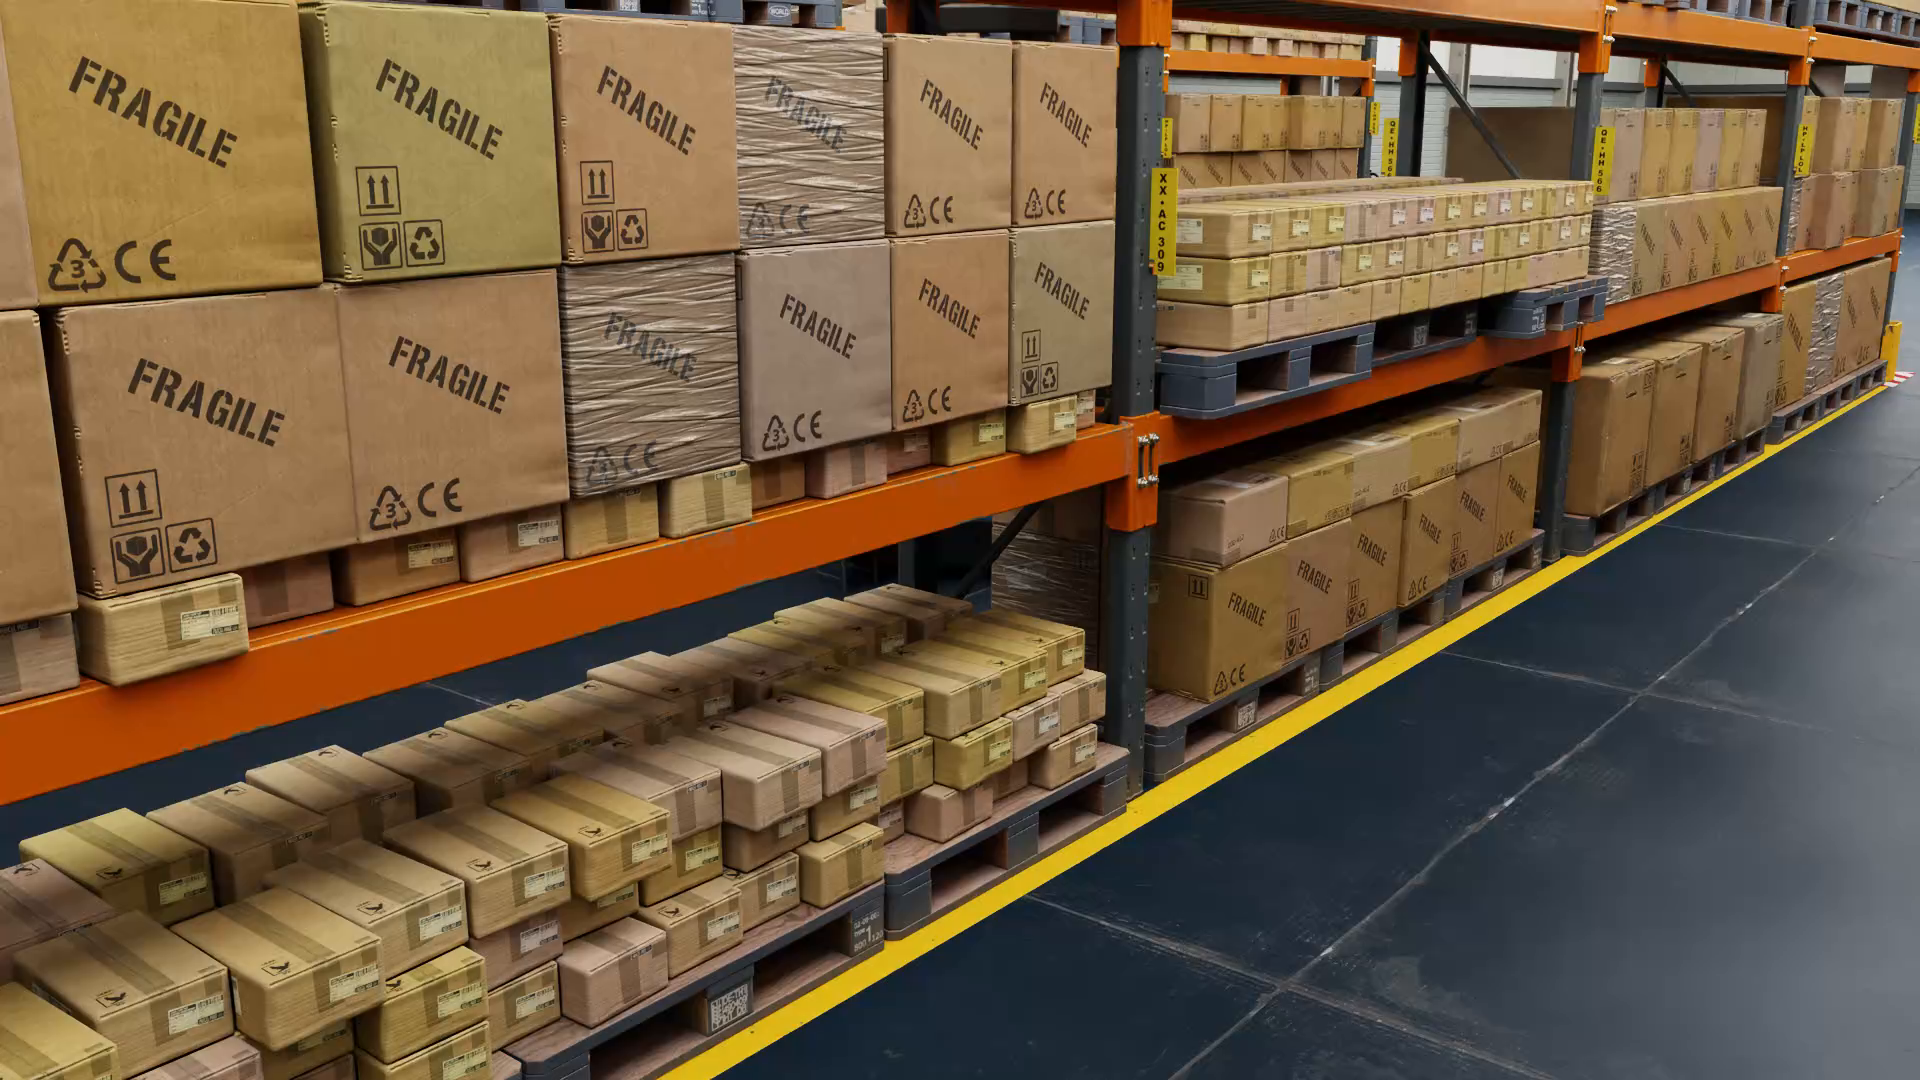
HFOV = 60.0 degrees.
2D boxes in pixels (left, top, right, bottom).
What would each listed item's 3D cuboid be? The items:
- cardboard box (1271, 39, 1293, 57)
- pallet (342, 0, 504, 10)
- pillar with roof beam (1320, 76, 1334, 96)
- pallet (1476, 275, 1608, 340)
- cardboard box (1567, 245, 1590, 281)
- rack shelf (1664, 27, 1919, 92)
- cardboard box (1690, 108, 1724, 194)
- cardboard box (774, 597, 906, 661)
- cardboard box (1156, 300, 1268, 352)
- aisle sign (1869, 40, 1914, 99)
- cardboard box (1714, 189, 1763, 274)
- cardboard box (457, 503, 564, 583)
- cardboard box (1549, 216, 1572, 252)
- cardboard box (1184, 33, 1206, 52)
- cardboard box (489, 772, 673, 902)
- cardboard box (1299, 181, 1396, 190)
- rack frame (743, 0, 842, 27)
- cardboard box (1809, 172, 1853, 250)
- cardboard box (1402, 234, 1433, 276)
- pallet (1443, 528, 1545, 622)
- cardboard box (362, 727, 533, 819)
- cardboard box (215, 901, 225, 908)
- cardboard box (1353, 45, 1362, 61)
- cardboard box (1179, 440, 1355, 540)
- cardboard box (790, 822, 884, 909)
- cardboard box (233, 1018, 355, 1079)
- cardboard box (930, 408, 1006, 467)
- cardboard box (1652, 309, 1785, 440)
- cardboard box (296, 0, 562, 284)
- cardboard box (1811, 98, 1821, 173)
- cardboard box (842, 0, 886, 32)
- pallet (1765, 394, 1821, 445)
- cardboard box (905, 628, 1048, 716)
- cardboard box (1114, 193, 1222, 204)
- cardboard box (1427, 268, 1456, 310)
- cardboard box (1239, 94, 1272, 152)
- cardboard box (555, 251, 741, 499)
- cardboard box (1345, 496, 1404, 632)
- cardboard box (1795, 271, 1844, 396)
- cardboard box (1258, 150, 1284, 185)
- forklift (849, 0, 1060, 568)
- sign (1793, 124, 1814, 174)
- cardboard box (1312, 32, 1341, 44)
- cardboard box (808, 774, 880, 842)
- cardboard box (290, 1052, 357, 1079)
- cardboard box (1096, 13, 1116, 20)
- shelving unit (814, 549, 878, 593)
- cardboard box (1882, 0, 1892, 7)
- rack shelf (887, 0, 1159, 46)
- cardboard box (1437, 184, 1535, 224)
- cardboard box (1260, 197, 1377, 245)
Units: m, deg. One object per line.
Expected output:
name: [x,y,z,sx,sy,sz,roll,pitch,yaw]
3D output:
cardboard box: [2.891,-4.612,15.603,0.380,0.149,0.250,11,18,37]
pallet: [-3.176,-2.939,8.895,0.805,0.209,1.217,10,18,35]
pillar with roof beam: [9.717,-9.006,26.296,9.100,9.000,0.400,11,18,38]
pallet: [2.349,-1.168,8.018,1.213,0.211,1.003,11,18,38]
cardboard box: [2.762,-1.330,7.923,0.380,0.149,0.250,12,18,38]
rack shelf: [6.485,-3.668,12.838,1.077,0.370,4.000,11,18,38]
cardboard box: [4.281,-2.421,10.328,0.700,0.500,0.500,11,18,38]
cardboard box: [-0.397,0.320,5.502,0.380,0.149,0.250,12,19,40]
cardboard box: [0.806,-0.734,5.577,0.380,0.149,0.250,10,17,35]
aisle sign: [8.020,-4.173,14.178,0.394,0.787,0.004,11,18,38]
cardboard box: [4.791,-1.990,10.662,0.500,0.500,0.500,11,18,37]
cardboard box: [-1.094,-0.032,3.665,0.380,0.149,0.250,11,18,36]
cardboard box: [2.591,-1.423,7.687,0.380,0.149,0.250,12,19,40]
cardboard box: [1.911,-4.321,14.460,0.380,0.149,0.250,11,18,38]
cardboard box: [-0.909,0.705,3.983,0.380,0.149,0.250,12,18,38]
cardboard box: [1.782,-1.577,7.686,0.380,0.149,0.250,10,18,35]
rack frame: [-1.199,-2.160,11.535,1.000,3.000,0.127,11,18,38]
cardboard box: [6.210,-2.519,12.642,0.875,0.550,0.550,11,18,38]
cardboard box: [1.626,-1.130,6.532,0.380,0.149,0.250,11,18,37]
pallet: [2.222,0.087,8.351,1.003,0.211,1.213,11,18,38]
cardboard box: [-1.322,0.626,4.296,0.380,0.149,0.250,11,18,36]
cardboard box: [-1.630,0.872,3.932,0.380,0.149,0.250,11,18,37]
cardboard box: [3.822,-4.913,16.788,0.380,0.149,0.250,11,18,38]
cardboard box: [1.203,-0.206,6.543,0.500,0.250,0.500,12,18,39]
cardboard box: [-0.432,0.856,4.596,0.380,0.149,0.250,11,18,37]
cardboard box: [-1.484,0.987,3.477,0.380,0.149,0.250,12,18,38]
cardboard box: [-0.089,-0.327,4.828,0.380,0.149,0.250,12,19,40]
cardboard box: [4.908,-1.160,11.314,1.050,0.750,0.750,11,18,37]
cardboard box: [-1.169,-0.798,3.333,0.500,0.500,0.500,11,18,36]
cardboard box: [5.742,-2.965,12.203,0.875,0.550,0.550,11,18,38]
cardboard box: [-0.709,-3.632,11.509,0.396,0.266,0.258,11,18,38]
pallet: [5.767,-0.962,12.480,1.003,0.211,1.213,11,18,38]
cardboard box: [0.049,0.406,5.163,0.380,0.149,0.250,12,18,38]
cardboard box: [0.798,-1.276,6.503,0.380,0.149,0.250,11,18,37]
cardboard box: [1.783,-1.032,6.752,0.380,0.149,0.250,10,17,35]
cardboard box: [2.434,-3.841,15.312,0.700,0.500,0.500,11,18,36]
cardboard box: [-0.867,-0.414,3.855,0.500,0.500,0.500,11,18,36]
cardboard box: [1.521,0.056,7.035,0.500,0.500,0.500,12,18,38]
cardboard box: [6.242,-1.636,12.935,0.875,0.875,0.875,11,18,38]
cardboard box: [2.733,-3.454,15.820,0.500,0.500,0.500,12,18,38]
forklift: [0.107,-1.587,9.418,1.130,2.935,3.031,2,14,6]
sign: [5.656,-2.621,11.155,0.100,0.325,0.005,11,18,38]
cardboard box: [3.389,-4.984,16.258,0.500,0.250,0.500,11,18,37]
cardboard box: [-0.445,0.688,4.655,0.380,0.149,0.250,12,18,39]
cardboard box: [-1.484,1.134,3.503,0.380,0.149,0.250,12,18,38]
cardboard box: [1.060,-4.377,13.620,0.500,0.250,0.500,11,18,36]
shelving unit: [-0.566,-0.218,8.154,0.210,0.900,0.258,-14,20,-43]
cardboard box: [6.838,-4.122,12.618,0.380,0.149,0.250,12,18,38]
rack shelf: [-1.057,-1.370,3.792,1.077,0.370,4.000,11,18,38]
cardboard box: [2.274,-1.469,7.264,0.380,0.149,0.250,12,19,39]
cardboard box: [1.298,-1.173,6.096,0.380,0.149,0.250,11,18,37]
